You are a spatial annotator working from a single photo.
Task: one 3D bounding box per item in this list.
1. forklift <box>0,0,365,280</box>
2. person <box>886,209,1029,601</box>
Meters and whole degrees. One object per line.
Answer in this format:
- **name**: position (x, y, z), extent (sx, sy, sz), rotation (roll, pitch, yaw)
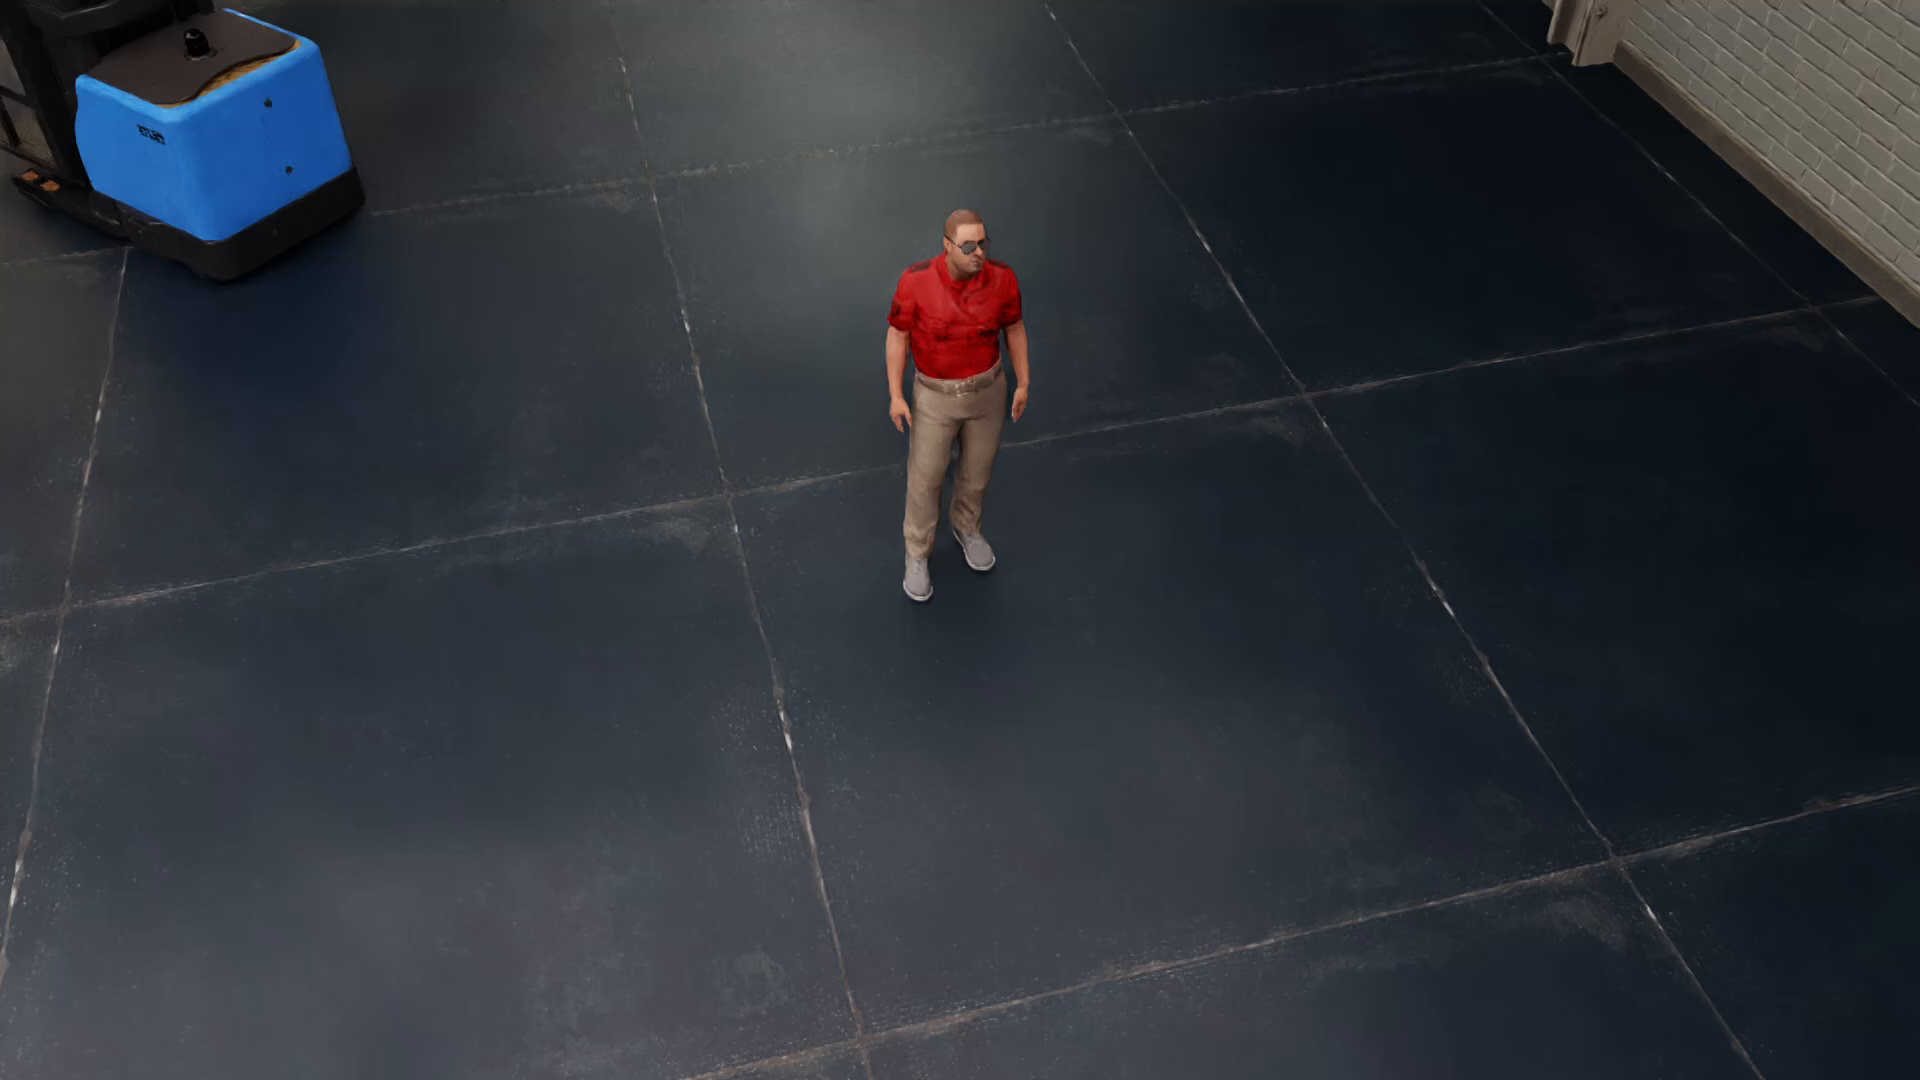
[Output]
- **forklift**: position (-5.012, -3.297, 9.133), extent (3.031, 2.935, 1.130), rotation (24, 49, 24)
- **person**: position (0.011, -0.572, 7.115), extent (0.640, 1.726, 0.550), rotation (-10, 44, -11)
